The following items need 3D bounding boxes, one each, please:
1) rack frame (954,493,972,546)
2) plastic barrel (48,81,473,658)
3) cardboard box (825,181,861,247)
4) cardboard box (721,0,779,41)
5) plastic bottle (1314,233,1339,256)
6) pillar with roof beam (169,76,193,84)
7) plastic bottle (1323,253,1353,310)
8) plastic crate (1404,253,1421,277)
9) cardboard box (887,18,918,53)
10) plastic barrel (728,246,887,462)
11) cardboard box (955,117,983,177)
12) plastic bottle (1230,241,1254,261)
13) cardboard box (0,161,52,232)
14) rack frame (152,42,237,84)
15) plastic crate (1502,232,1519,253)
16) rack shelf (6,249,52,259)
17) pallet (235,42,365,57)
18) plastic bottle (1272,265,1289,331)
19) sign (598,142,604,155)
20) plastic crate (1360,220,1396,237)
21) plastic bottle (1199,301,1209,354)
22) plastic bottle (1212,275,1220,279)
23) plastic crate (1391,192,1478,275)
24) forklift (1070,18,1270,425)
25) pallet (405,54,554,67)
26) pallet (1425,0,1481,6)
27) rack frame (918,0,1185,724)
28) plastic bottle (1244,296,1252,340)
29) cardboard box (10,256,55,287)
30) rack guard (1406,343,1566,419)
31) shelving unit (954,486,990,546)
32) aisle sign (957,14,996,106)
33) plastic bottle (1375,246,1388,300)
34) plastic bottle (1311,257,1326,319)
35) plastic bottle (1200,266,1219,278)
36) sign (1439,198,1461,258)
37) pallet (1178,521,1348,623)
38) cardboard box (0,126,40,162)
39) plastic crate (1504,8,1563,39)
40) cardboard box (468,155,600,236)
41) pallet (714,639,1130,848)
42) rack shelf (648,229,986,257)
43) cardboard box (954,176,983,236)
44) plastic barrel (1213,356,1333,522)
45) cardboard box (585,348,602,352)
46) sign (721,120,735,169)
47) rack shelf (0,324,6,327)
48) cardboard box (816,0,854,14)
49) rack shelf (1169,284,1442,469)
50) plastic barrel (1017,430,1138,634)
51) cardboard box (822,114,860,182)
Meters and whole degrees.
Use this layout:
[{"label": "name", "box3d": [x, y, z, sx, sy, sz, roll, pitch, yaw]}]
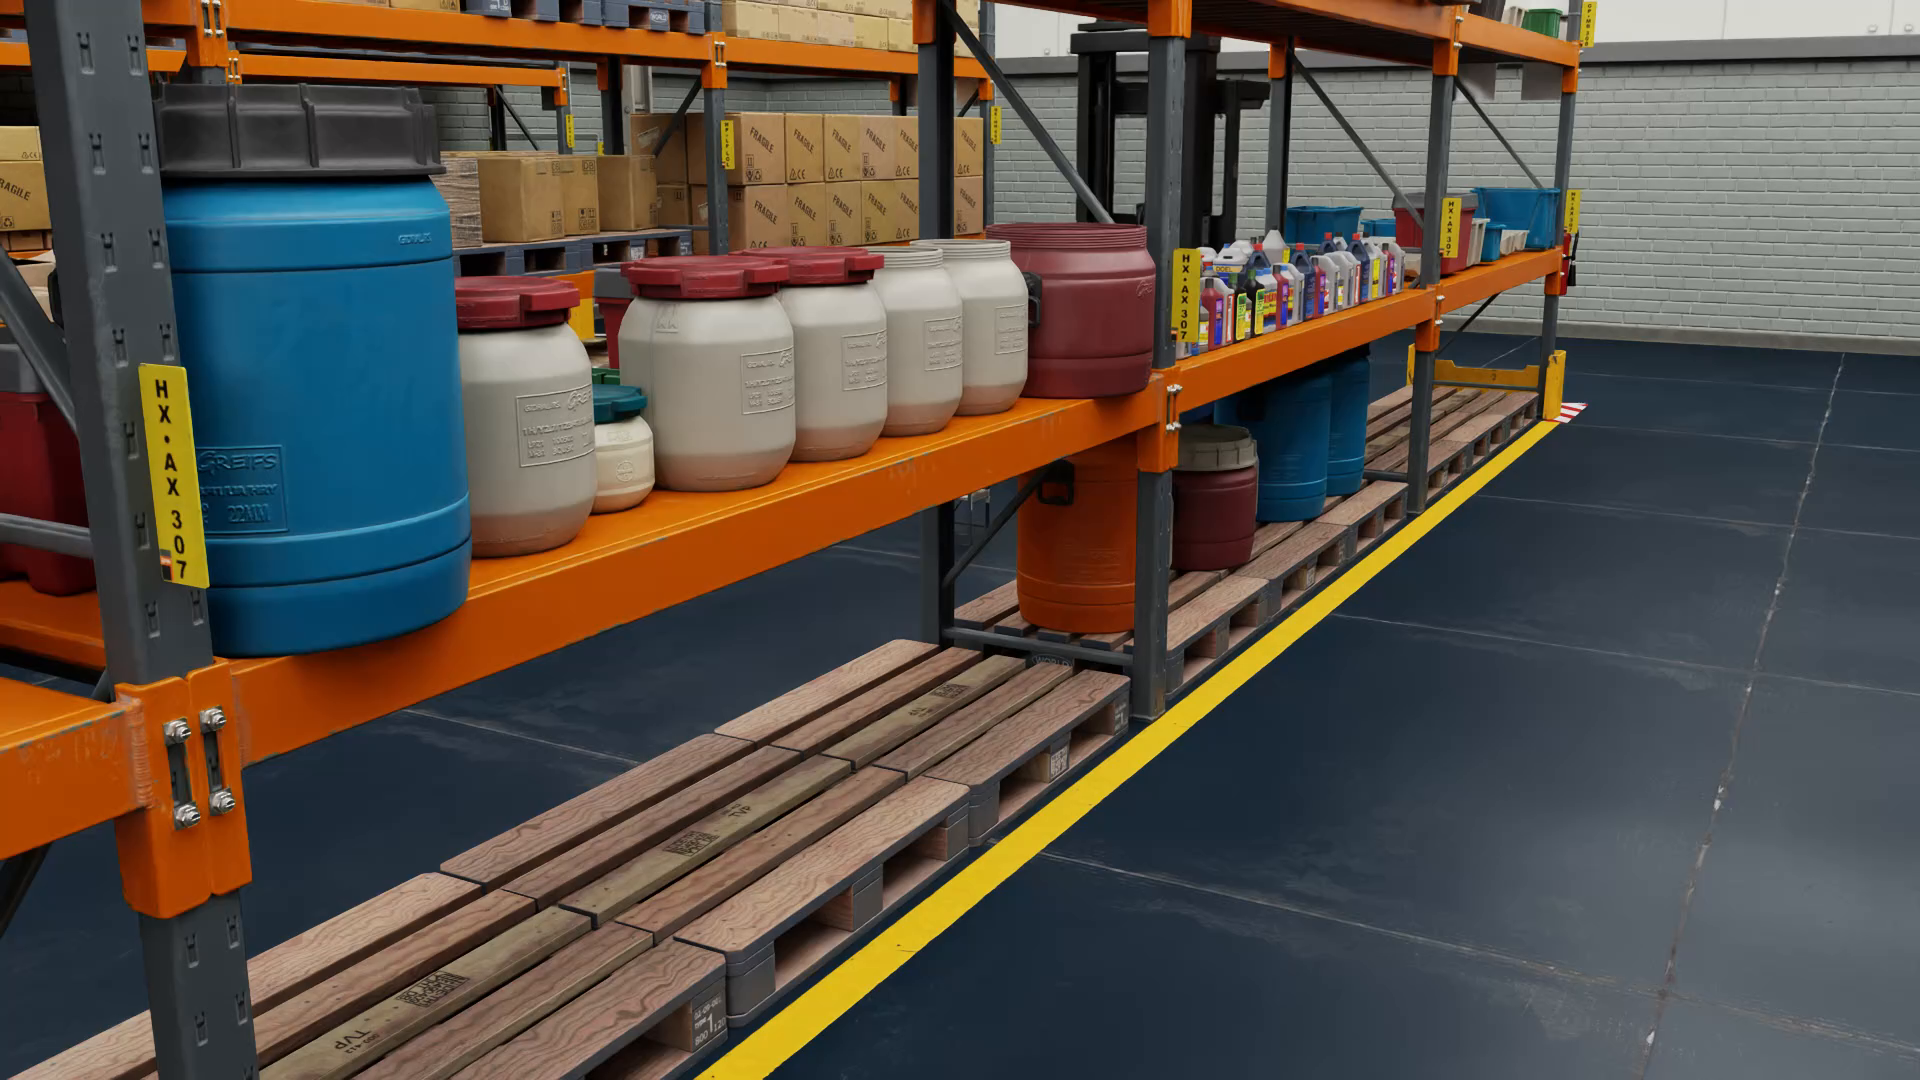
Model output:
[{"label": "rack frame", "box3d": [-0.045, -0.418, 8.848, 0.240, 0.900, 0.006, 7, 15, 28]}, {"label": "plastic barrel", "box3d": [-1.171, -0.311, 2.855, 0.600, 0.901, 0.708, 7, 15, 28]}, {"label": "cardboard box", "box3d": [-1.117, -2.556, 13.022, 0.500, 0.500, 0.500, 7, 15, 28]}, {"label": "cardboard box", "box3d": [-1.639, -3.683, 11.830, 0.500, 0.250, 0.500, 7, 15, 28]}, {"label": "plastic bottle", "box3d": [1.871, -1.393, 8.515, 0.144, 0.351, 0.185, 7, 15, 28]}, {"label": "pillar with roof beam", "box3d": [-3.079, -5.457, 12.467, 9.100, 9.000, 0.400, 7, 15, 28]}, {"label": "plastic bottle", "box3d": [1.851, -1.280, 8.208, 0.152, 0.276, 0.135, 7, 15, 28]}, {"label": "plastic crate", "box3d": [2.594, -1.644, 9.888, 0.396, 0.136, 0.243, 7, 15, 28]}, {"label": "cardboard box", "box3d": [-0.656, -4.091, 13.523, 0.500, 0.250, 0.500, 7, 15, 28]}, {"label": "plastic barrel", "box3d": [-0.405, -0.499, 4.415, 0.433, 0.535, 0.433, 0, 14, 0]}, {"label": "cardboard box", "box3d": [-0.131, -3.459, 14.633, 0.500, 0.500, 0.500, 7, 15, 28]}, {"label": "plastic bottle", "box3d": [1.510, -1.477, 9.023, 0.152, 0.276, 0.135, 7, 15, 28]}, {"label": "cardboard box", "box3d": [-7.156, -2.555, 12.341, 0.500, 0.500, 0.500, 8, 16, 30]}, {"label": "rack frame", "box3d": [-6.428, -2.786, 14.191, 1.000, 3.000, 0.127, 7, 15, 28]}, {"label": "plastic crate", "box3d": [3.789, -2.140, 11.944, 0.396, 0.136, 0.243, 7, 15, 28]}, {"label": "rack shelf", "box3d": [-7.395, -2.026, 12.573, 1.077, 0.370, 4.000, 7, 15, 28]}, {"label": "pallet", "box3d": [-6.024, -4.368, 14.541, 1.003, 0.211, 1.213, 7, 15, 28]}, {"label": "plastic bottle", "box3d": [1.401, -1.071, 7.323, 0.061, 0.283, 0.133, 7, 15, 28]}, {"label": "sign", "box3d": [-2.569, -2.707, 12.013, 0.100, 0.325, 0.005, 7, 15, 28]}, {"label": "plastic crate", "box3d": [2.989, -2.087, 11.520, 0.416, 0.233, 0.300, 7, 15, 28]}, {"label": "plastic bottle", "box3d": [0.930, -0.839, 6.539, 0.097, 0.201, 0.097, 0, 14, 0]}, {"label": "plastic bottle", "box3d": [1.053, -0.955, 6.871, 0.097, 0.271, 0.097, 0, 14, 0]}, {"label": "plastic crate", "box3d": [2.895, -1.879, 10.162, 0.402, 0.464, 0.583, 7, 15, 28]}, {"label": "forklift", "box3d": [1.467, -2.129, 11.612, 1.130, 2.935, 3.031, 7, 15, 27]}, {"label": "pallet", "box3d": [-4.844, -4.869, 16.618, 1.003, 0.211, 1.213, 7, 15, 28]}, {"label": "pallet", "box3d": [1.951, -2.858, 8.493, 1.213, 0.211, 1.003, 7, 15, 28]}, {"label": "rack frame", "box3d": [0.310, -0.843, 6.131, 1.000, 3.000, 0.127, 7, 15, 28]}, {"label": "plastic bottle", "box3d": [1.171, -0.942, 6.964, 0.097, 0.201, 0.097, 0, 14, 0]}, {"label": "cardboard box", "box3d": [-4.626, -1.200, 7.802, 0.500, 0.311, 0.500, 7, 15, 27]}, {"label": "rack guard", "box3d": [4.178, -1.276, 13.259, 1.175, 0.500, 0.348, 7, 15, 28]}, {"label": "shelving unit", "box3d": [0.004, -0.439, 8.935, 0.258, 0.900, 0.210, 7, 15, 28]}, {"label": "aisle sign", "box3d": [0.145, -4.290, 14.880, 0.394, 0.787, 0.004, 7, 15, 28]}, {"label": "plastic bottle", "box3d": [2.160, -1.411, 8.751, 0.152, 0.276, 0.135, 7, 15, 28]}, {"label": "plastic bottle", "box3d": [1.667, -1.183, 7.791, 0.061, 0.283, 0.133, 7, 15, 28]}, {"label": "plastic bottle", "box3d": [1.245, -1.268, 8.315, 0.097, 0.201, 0.097, 0, 14, 0]}, {"label": "sign", "box3d": [2.725, -1.736, 9.242, 0.100, 0.325, 0.005, 7, 15, 28]}, {"label": "pallet", "box3d": [1.246, 0.097, 8.183, 1.003, 0.211, 1.213, 7, 15, 28]}, {"label": "cardboard box", "box3d": [-7.178, -2.916, 12.238, 0.500, 0.250, 0.500, 7, 15, 27]}, {"label": "plastic crate", "box3d": [3.951, -3.605, 11.639, 0.450, 0.188, 0.336, 7, 15, 28]}, {"label": "cardboard box", "box3d": [-2.792, -2.258, 10.892, 0.700, 0.500, 0.500, 10, 17, 37]}, {"label": "pallet", "box3d": [-0.098, 0.667, 5.817, 1.003, 0.211, 1.213, 7, 15, 28]}, {"label": "rack shelf", "box3d": [-1.123, -2.286, 13.652, 1.077, 0.370, 4.000, 7, 15, 28]}, {"label": "cardboard box", "box3d": [-0.135, -2.972, 14.749, 0.500, 0.500, 0.500, 8, 16, 30]}, {"label": "plastic barrel", "box3d": [1.624, -0.593, 8.674, 0.600, 0.901, 0.708, 7, 15, 28]}, {"label": "cardboard box", "box3d": [-2.786, -1.042, 11.351, 0.500, 0.500, 0.500, 8, 16, 29]}, {"label": "sign", "box3d": [-1.603, -2.727, 11.473, 0.100, 0.325, 0.005, 7, 15, 28]}, {"label": "rack shelf", "box3d": [-4.991, -0.645, 6.844, 1.077, 0.370, 4.000, 7, 15, 28]}, {"label": "cardboard box", "box3d": [-1.146, -4.130, 12.617, 0.500, 0.250, 0.500, 7, 15, 28]}, {"label": "rack shelf", "box3d": [1.277, -0.904, 7.917, 1.077, 0.370, 4.000, 7, 15, 28]}, {"label": "plastic barrel", "box3d": [0.532, -0.095, 6.760, 0.600, 0.830, 0.708, 7, 15, 28]}, {"label": "cardboard box", "box3d": [-1.118, -3.037, 12.882, 0.500, 0.500, 0.500, 7, 15, 26]}]
